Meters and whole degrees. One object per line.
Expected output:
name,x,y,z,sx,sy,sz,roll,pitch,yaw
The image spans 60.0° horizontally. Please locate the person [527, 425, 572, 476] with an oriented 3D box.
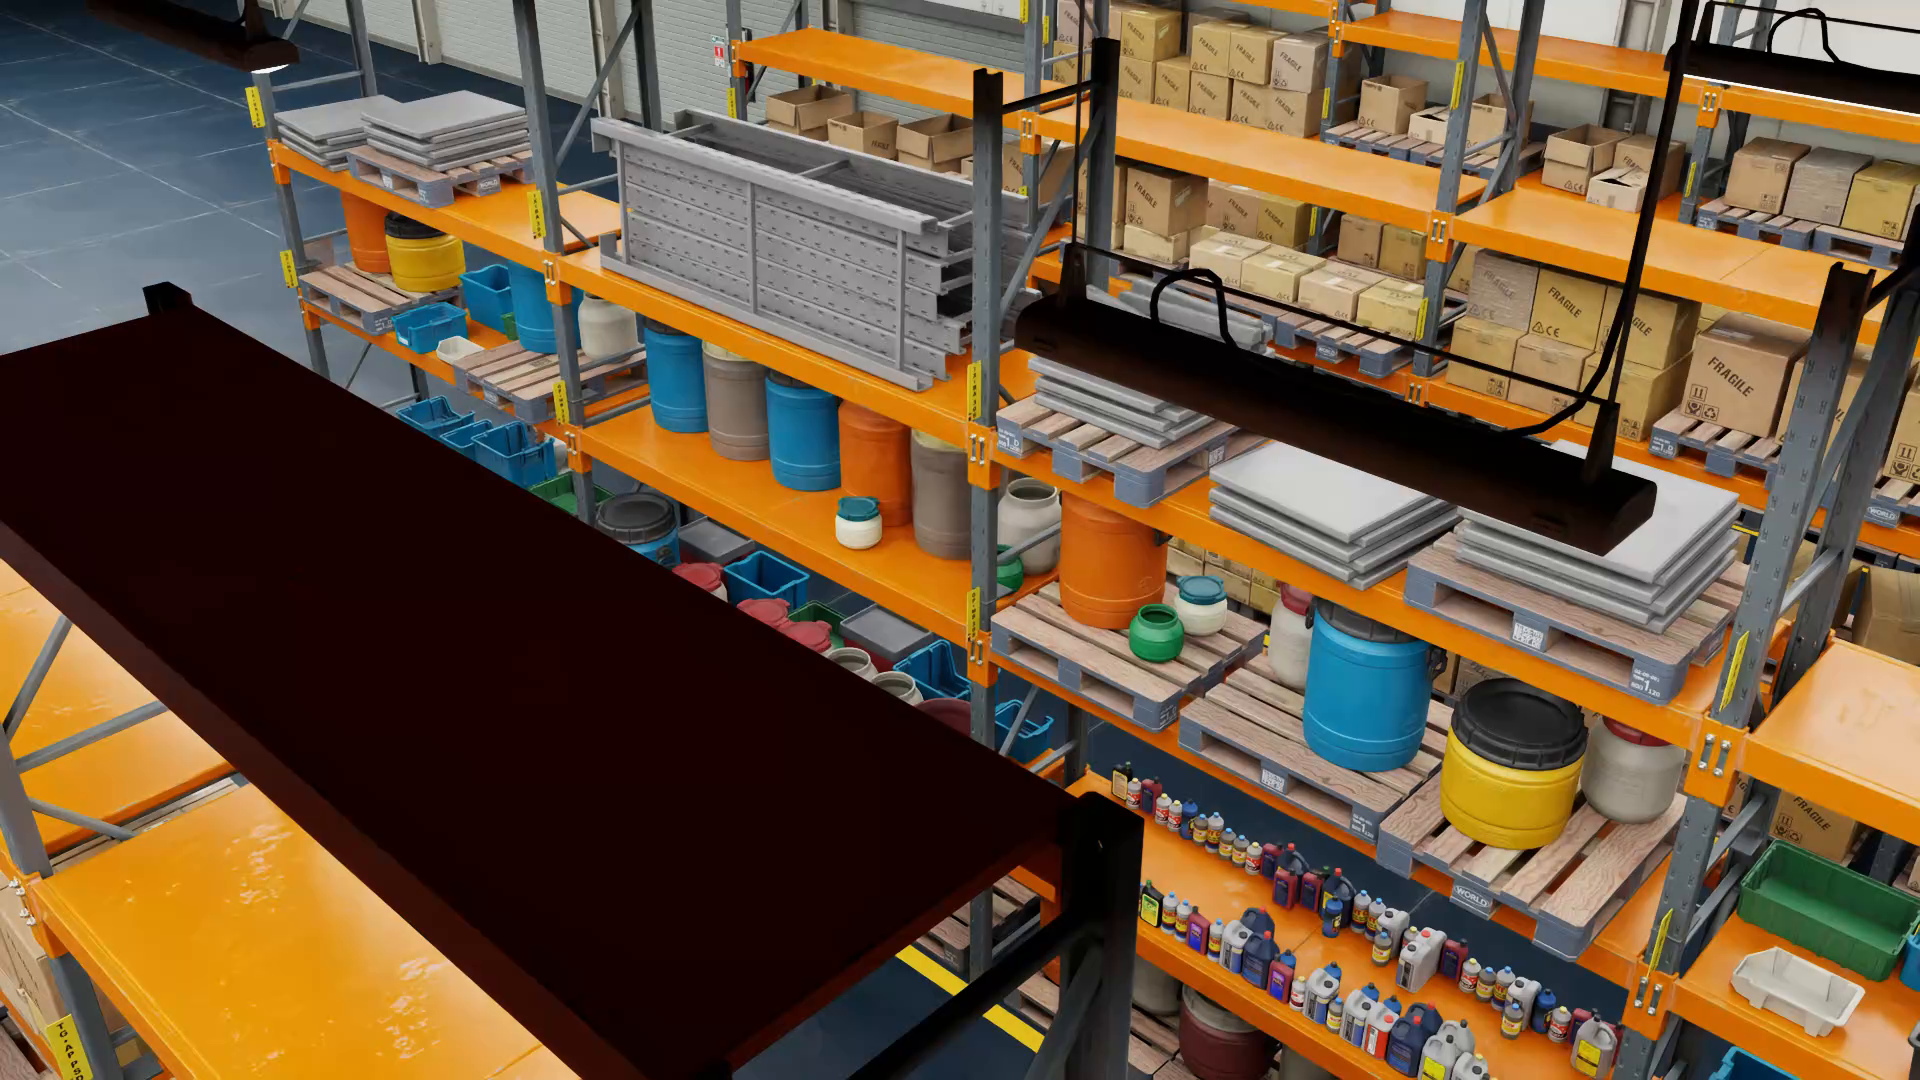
person,-3.889,-0.952,16.287,0.635,1.640,0.535,13,32,22
